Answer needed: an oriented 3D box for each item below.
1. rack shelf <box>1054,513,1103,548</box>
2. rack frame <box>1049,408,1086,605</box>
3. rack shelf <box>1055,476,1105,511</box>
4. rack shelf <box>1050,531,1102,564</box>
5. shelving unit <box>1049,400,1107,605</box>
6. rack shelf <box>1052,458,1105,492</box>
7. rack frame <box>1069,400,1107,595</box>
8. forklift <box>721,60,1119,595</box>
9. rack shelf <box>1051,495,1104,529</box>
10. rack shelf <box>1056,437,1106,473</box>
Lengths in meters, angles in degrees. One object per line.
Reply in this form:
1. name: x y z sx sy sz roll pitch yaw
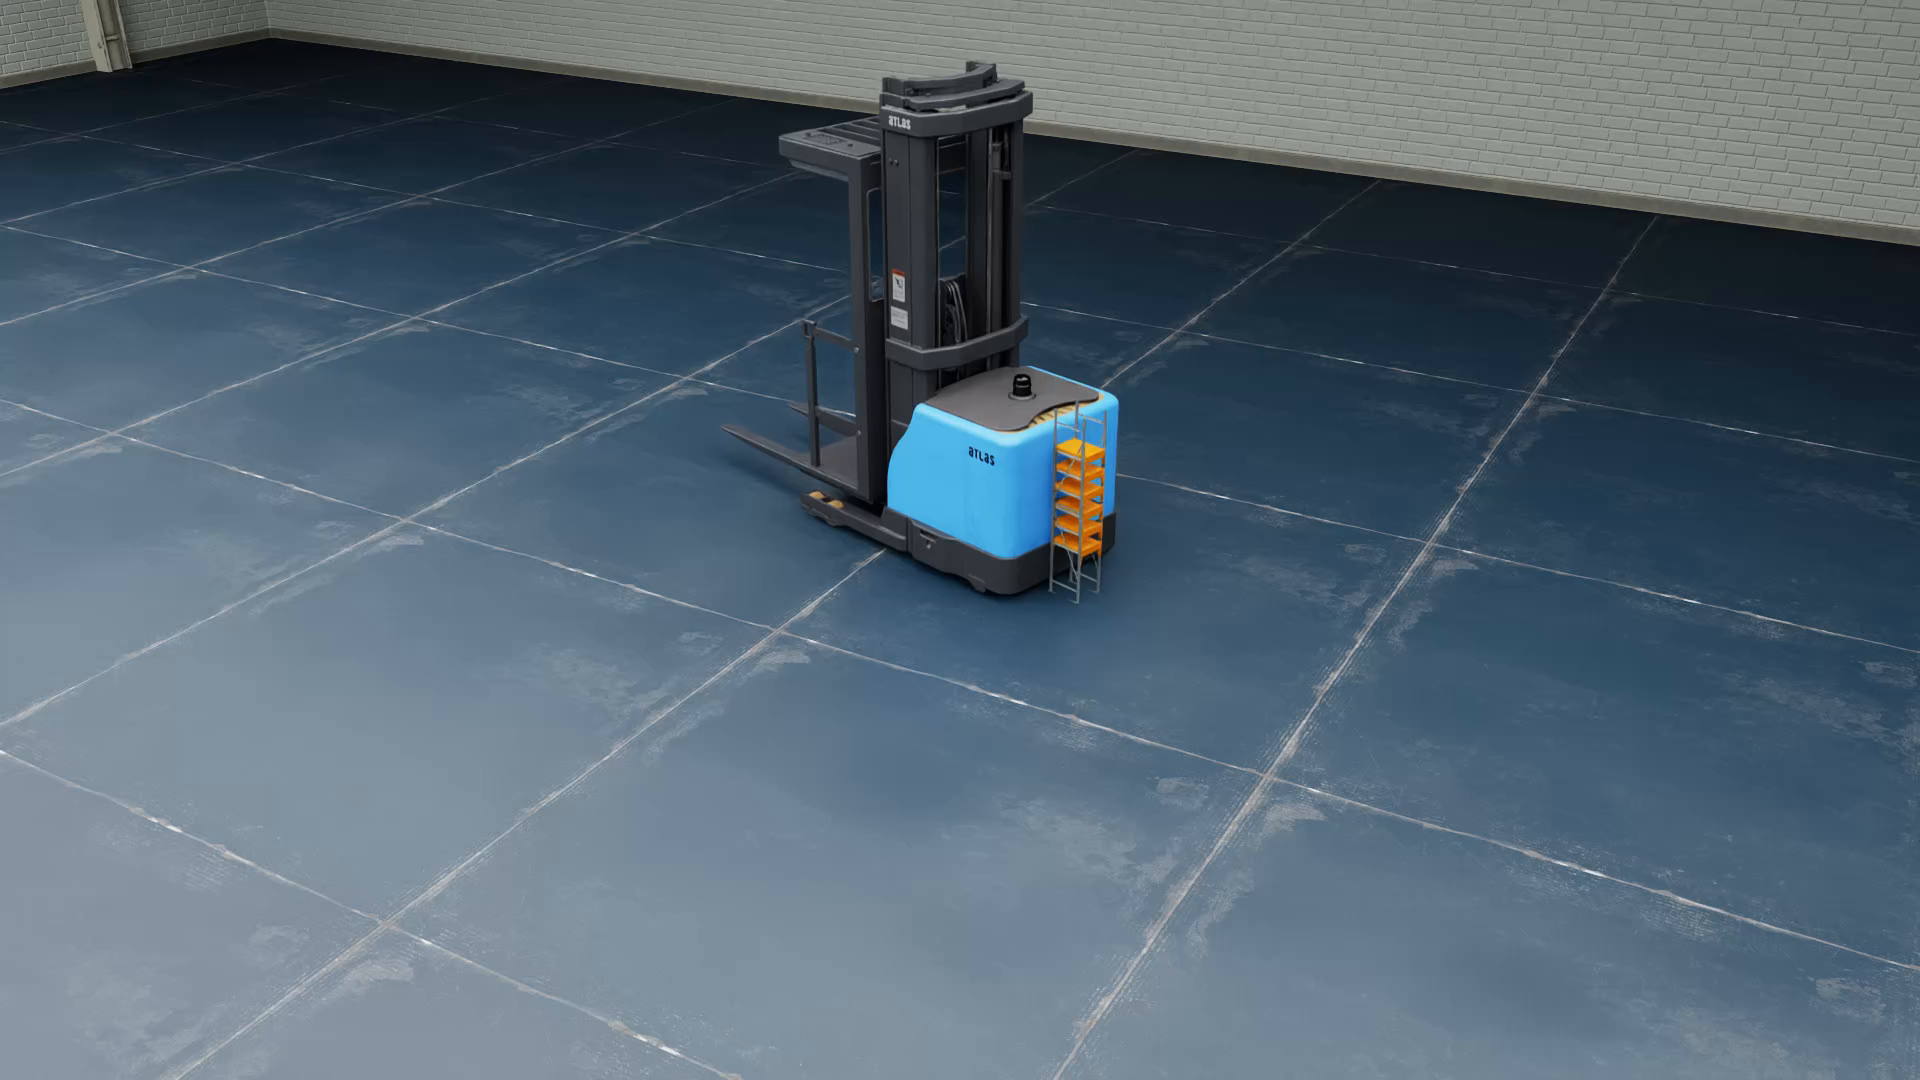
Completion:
1. rack shelf: 0.695 -0.068 9.912 0.180 0.103 0.258 -24 35 -39
2. rack frame: 0.630 -0.186 9.781 0.006 1.200 0.240 -24 35 -39
3. rack shelf: 0.695 -0.282 9.804 0.180 0.103 0.258 -24 35 -39
4. rack shelf: 0.695 0.039 9.966 0.180 0.103 0.258 -24 35 -39
5. shelving unit: 0.695 -0.215 9.838 0.189 1.200 0.258 -24 35 -39
6. rack shelf: 0.696 -0.390 9.751 0.180 0.103 0.258 -24 35 -39
7. rack frame: 0.761 -0.244 9.896 0.006 1.200 0.240 -24 35 -39
8. forklift: -0.409 -1.547 10.565 1.130 2.935 3.031 -24 35 -39
9. rack shelf: 0.695 -0.175 9.858 0.180 0.103 0.258 -24 35 -39
10. rack shelf: 0.696 -0.497 9.697 0.180 0.103 0.258 -24 35 -39
